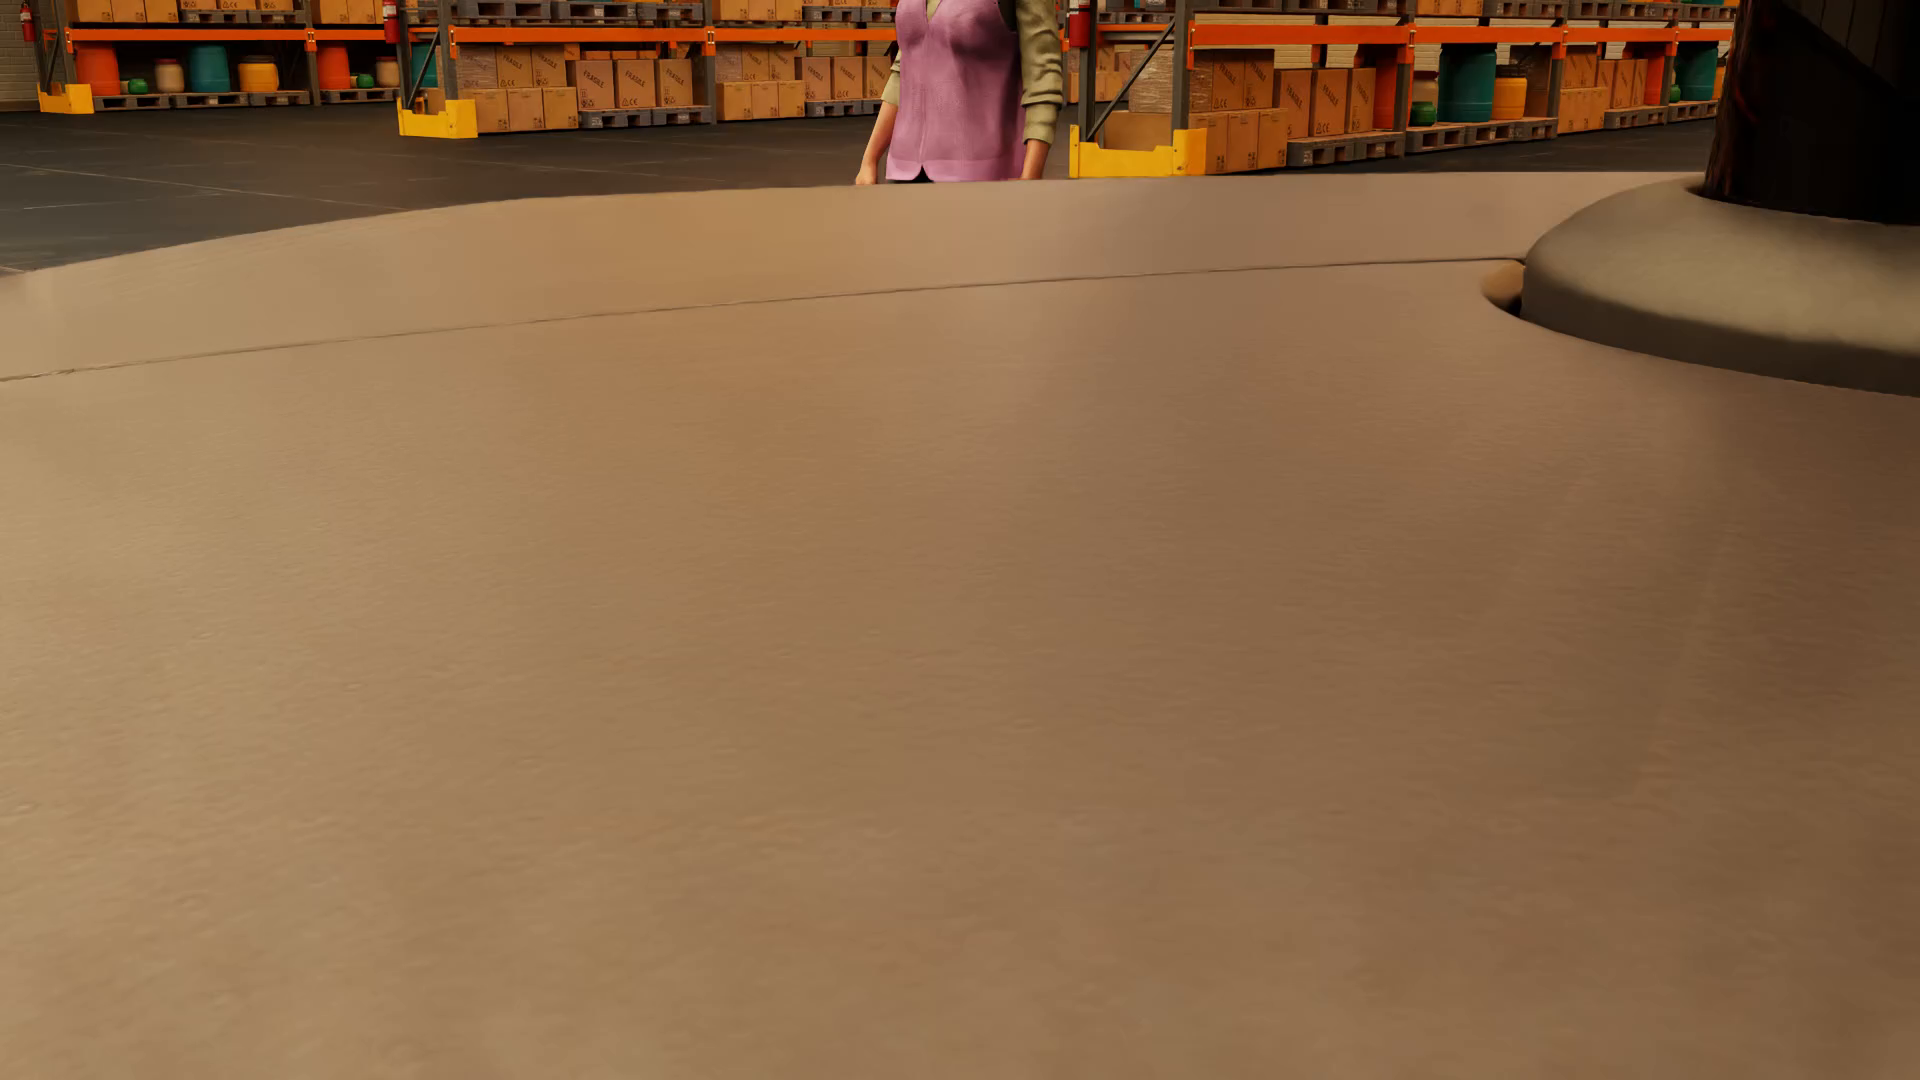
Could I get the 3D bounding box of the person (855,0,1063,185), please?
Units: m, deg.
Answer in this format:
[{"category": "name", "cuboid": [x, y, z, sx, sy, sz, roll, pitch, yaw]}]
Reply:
[{"category": "person", "cuboid": [-0.058, -0.757, 3.661, 0.521, 1.599, 0.473, 13, 21, 37]}]
